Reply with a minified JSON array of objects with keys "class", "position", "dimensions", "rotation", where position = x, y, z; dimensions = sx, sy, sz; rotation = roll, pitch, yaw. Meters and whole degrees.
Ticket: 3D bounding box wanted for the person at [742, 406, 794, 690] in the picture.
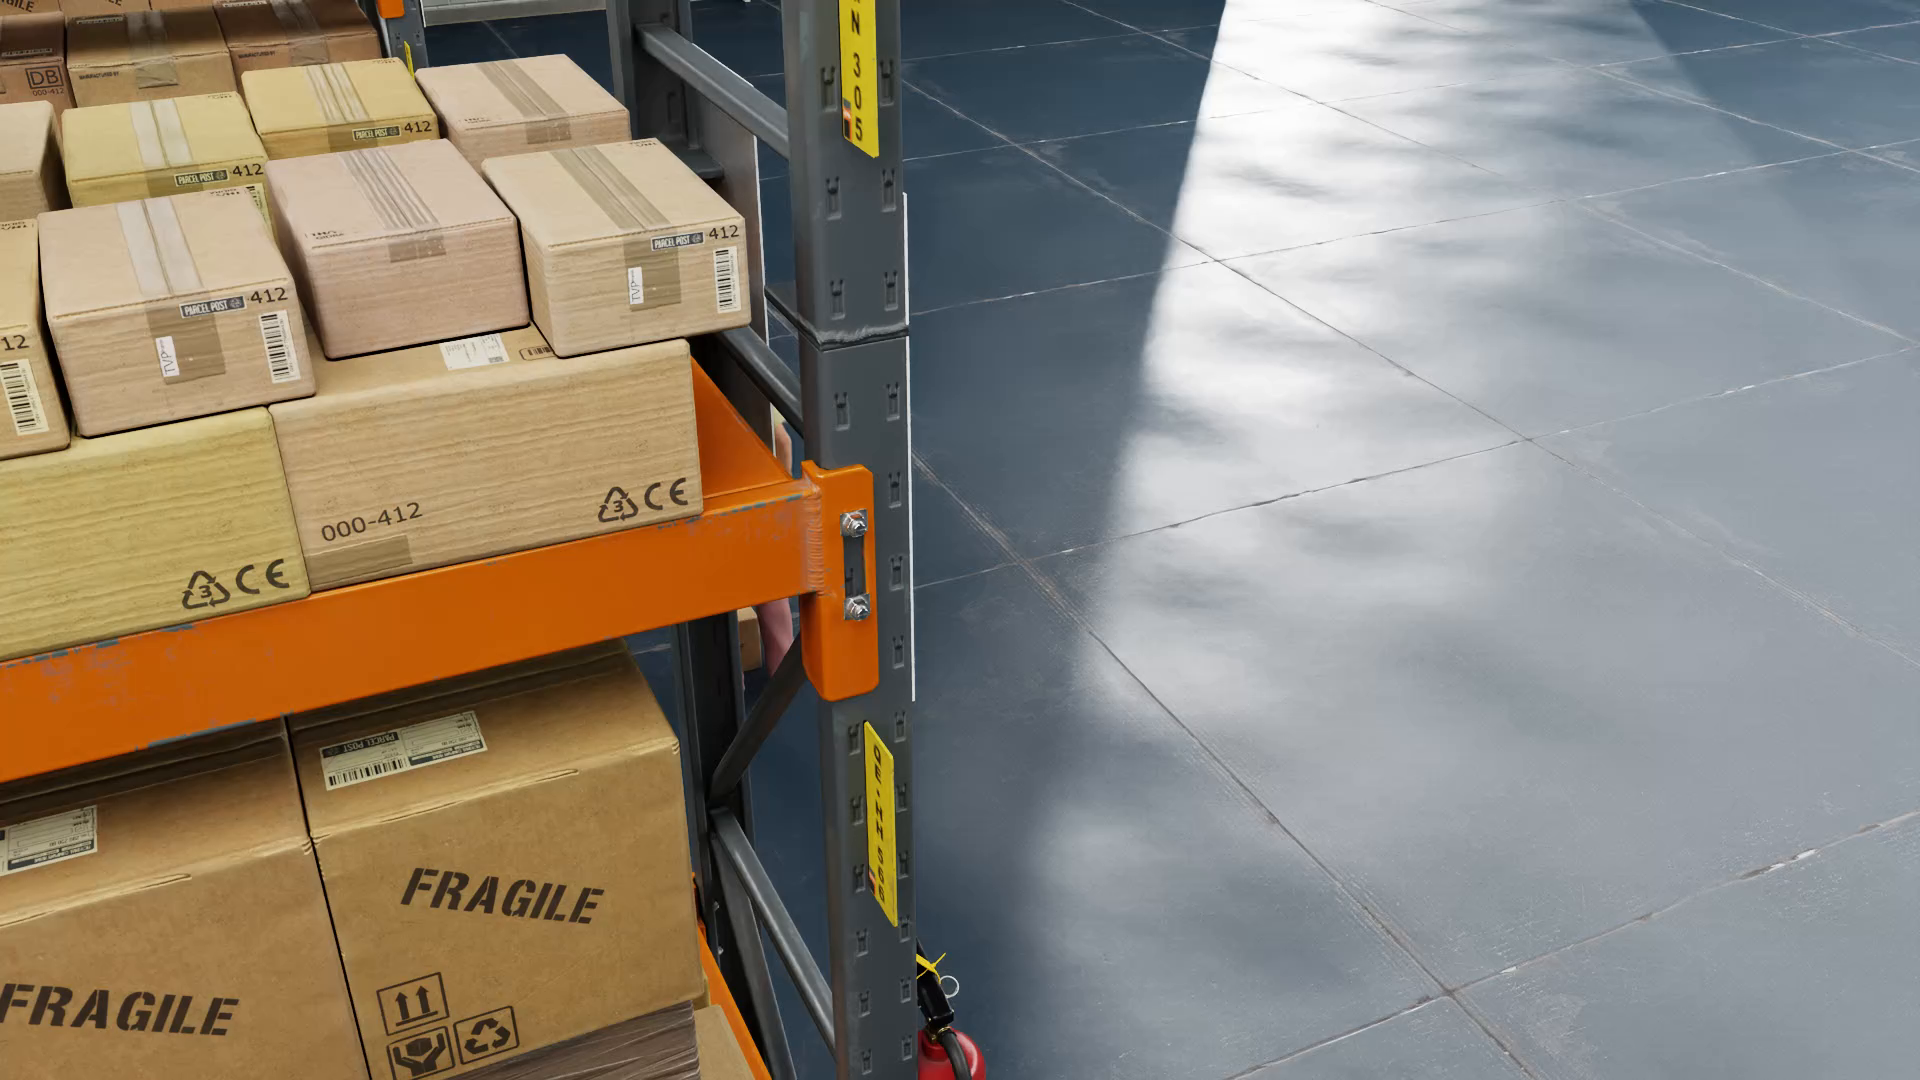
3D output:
[{"class":"person","position":[-0.878,-0.116,6.336],"dimensions":[0.518,1.671,0.366],"rotation":[-15,33,-25]}]
